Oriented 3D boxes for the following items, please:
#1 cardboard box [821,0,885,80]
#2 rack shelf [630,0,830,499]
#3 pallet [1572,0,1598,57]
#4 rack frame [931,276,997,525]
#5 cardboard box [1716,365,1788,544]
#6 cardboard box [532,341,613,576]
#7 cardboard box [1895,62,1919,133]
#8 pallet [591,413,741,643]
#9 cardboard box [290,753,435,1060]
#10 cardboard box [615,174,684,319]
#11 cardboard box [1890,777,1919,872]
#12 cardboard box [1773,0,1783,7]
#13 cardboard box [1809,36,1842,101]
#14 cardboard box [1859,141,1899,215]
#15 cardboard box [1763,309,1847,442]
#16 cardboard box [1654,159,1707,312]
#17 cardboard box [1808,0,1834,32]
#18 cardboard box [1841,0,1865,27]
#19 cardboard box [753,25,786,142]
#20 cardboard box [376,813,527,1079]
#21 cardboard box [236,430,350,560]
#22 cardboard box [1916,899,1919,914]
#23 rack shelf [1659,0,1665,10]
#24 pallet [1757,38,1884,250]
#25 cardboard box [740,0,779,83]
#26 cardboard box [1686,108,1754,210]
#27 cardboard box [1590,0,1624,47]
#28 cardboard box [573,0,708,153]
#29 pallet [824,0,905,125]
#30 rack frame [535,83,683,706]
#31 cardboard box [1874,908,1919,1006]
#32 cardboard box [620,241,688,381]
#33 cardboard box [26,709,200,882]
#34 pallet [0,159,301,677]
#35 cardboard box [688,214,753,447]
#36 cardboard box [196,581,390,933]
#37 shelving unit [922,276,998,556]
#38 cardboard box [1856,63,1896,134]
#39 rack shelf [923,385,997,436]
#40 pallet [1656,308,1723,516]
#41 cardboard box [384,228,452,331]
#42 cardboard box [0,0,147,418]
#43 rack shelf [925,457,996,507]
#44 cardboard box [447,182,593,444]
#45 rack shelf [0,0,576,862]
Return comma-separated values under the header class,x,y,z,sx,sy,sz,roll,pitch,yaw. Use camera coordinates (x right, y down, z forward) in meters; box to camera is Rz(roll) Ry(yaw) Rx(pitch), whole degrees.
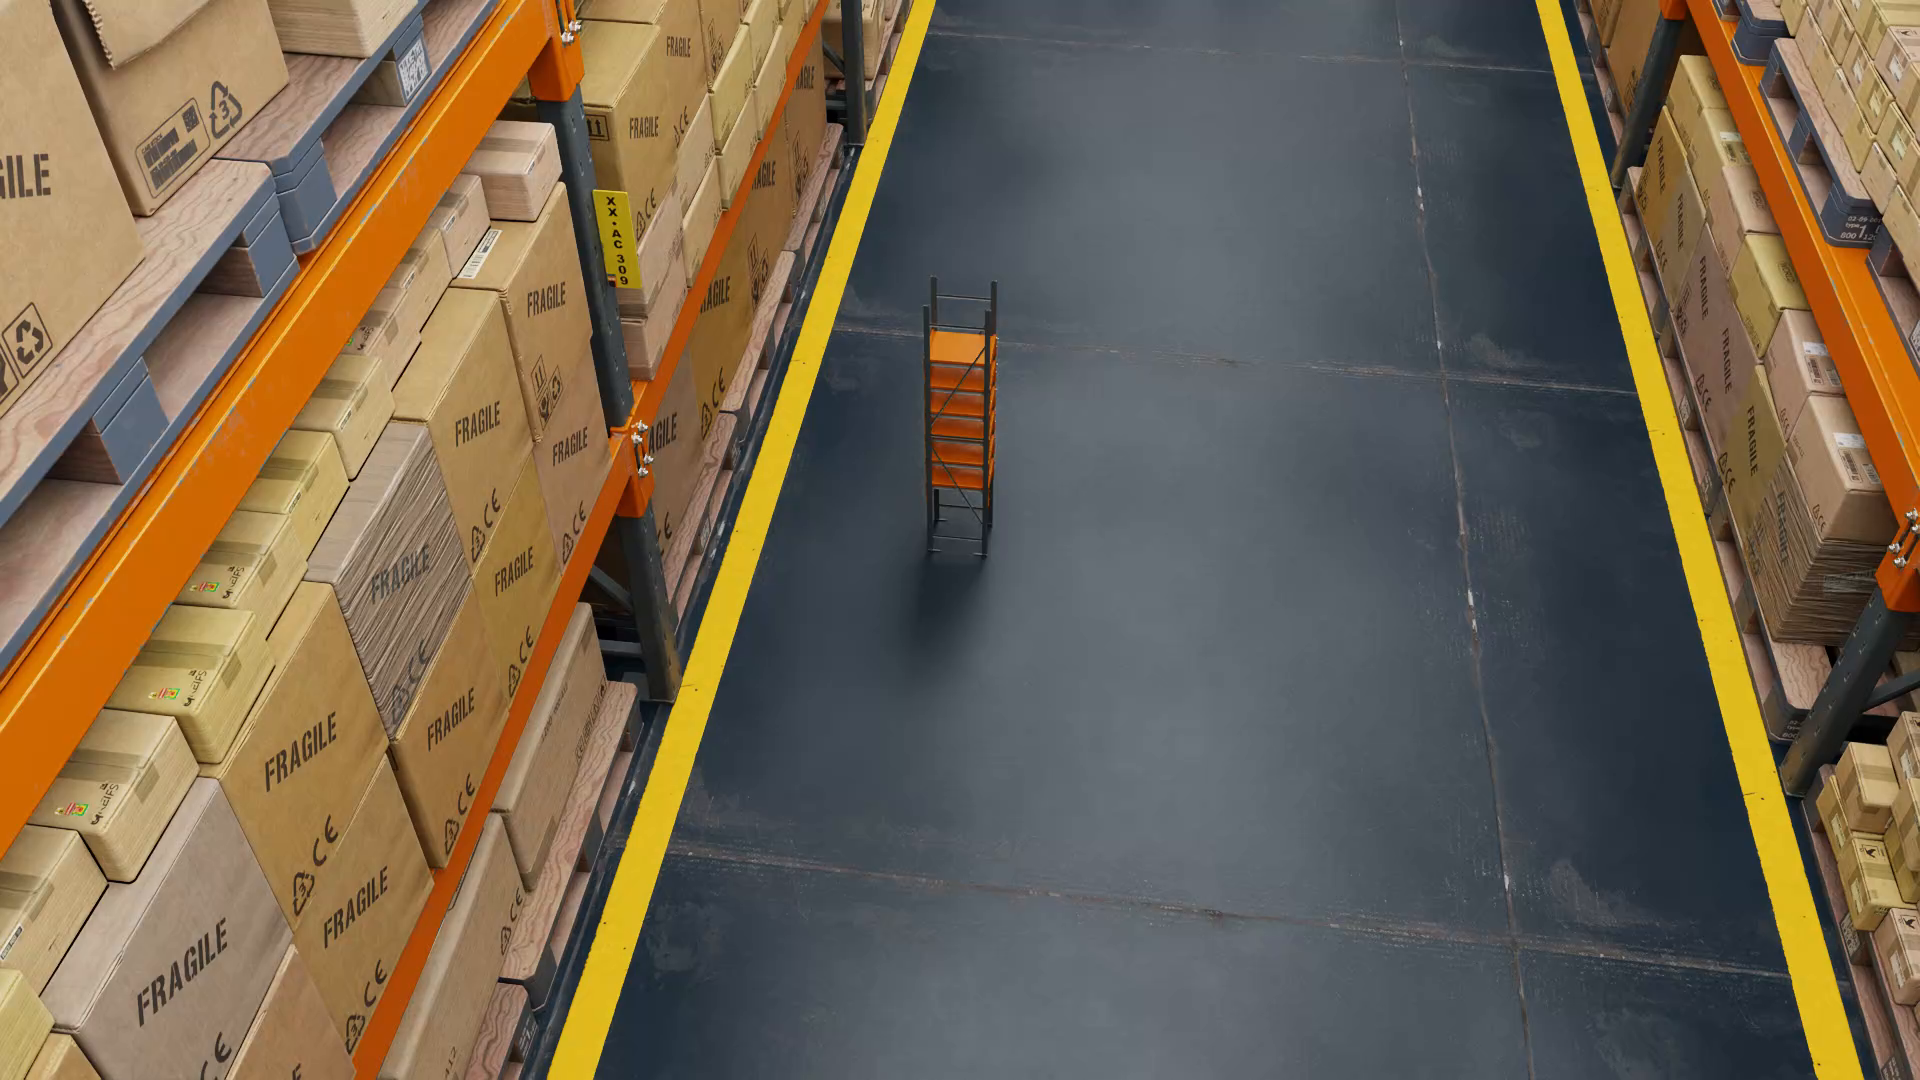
class,x,y,z,sx,sy,sz,roll,pitch,yaw
cardboard box,-0.923,-2.878,9.214,0.950,0.372,0.625,3,43,3
rack shelf,-1.272,-1.671,6.857,1.077,0.370,4.000,5,44,6
pallet,4.255,-3.262,10.041,1.003,0.211,1.213,5,44,6
rack frame,0.014,-0.508,6.414,0.240,1.200,0.006,5,44,6
cardboard box,3.300,-0.310,6.409,0.500,0.500,0.500,4,44,5
cardboard box,-1.345,-0.267,4.777,0.500,0.500,0.500,6,44,6
cardboard box,3.384,-1.462,5.557,0.380,0.149,0.250,4,44,4
pallet,-1.509,-0.090,6.691,1.003,0.211,1.213,5,44,6
cardboard box,-1.543,0.784,3.668,0.500,0.500,0.500,7,44,7
cardboard box,-1.199,-0.971,5.339,0.500,0.250,0.500,4,44,4
cardboard box,3.037,0.876,4.978,0.380,0.149,0.250,7,44,8
cardboard box,3.582,-2.322,6.898,0.380,0.149,0.250,7,44,8
cardboard box,3.480,-1.785,6.331,0.380,0.149,0.250,6,44,6
cardboard box,3.373,-1.246,5.762,0.380,0.149,0.250,4,44,4
cardboard box,3.312,-0.585,6.154,0.500,0.250,0.500,7,44,7
cardboard box,3.503,-1.358,7.515,0.500,0.500,0.500,6,44,6
cardboard box,3.517,-2.064,6.409,0.380,0.149,0.250,5,44,6
cardboard box,3.487,-1.999,6.124,0.380,0.149,0.250,6,44,7
cardboard box,-0.991,-1.831,6.612,0.500,0.250,0.500,5,44,5
cardboard box,-1.844,1.237,4.820,0.875,0.438,0.875,4,44,4
cardboard box,-1.493,-0.100,3.402,0.380,0.149,0.250,4,44,5
cardboard box,3.077,1.154,4.901,0.380,0.149,0.250,5,44,5
rack shelf,4.177,-4.016,9.333,1.077,0.370,4.000,5,44,6
pallet,3.691,-1.492,6.284,1.003,0.211,1.213,5,44,6
cardboard box,-1.000,-2.015,6.442,0.500,0.250,0.500,4,44,4
cardboard box,3.514,-1.638,7.266,0.500,0.250,0.500,5,44,5
cardboard box,4.194,-3.253,9.335,1.050,0.750,0.750,6,44,6
cardboard box,-1.154,-1.592,5.450,0.500,0.500,0.500,5,44,5
pallet,-0.903,-2.815,9.570,1.003,0.211,1.213,5,44,6
rack frame,-1.537,-0.570,5.170,1.000,3.000,0.127,5,44,6
cardboard box,3.000,1.269,4.996,0.380,0.149,0.250,5,44,5
cardboard box,-1.217,-0.791,5.513,0.500,0.250,0.500,4,44,5
cardboard box,-1.558,0.422,2.851,0.380,0.149,0.250,6,44,6
pallet,-1.819,-0.241,2.706,1.003,0.211,1.213,5,44,6
cardboard box,-1.422,-0.997,6.861,0.875,0.875,0.875,6,44,7
cardboard box,-1.533,0.412,3.334,0.500,0.500,0.500,5,44,6
shelving unit,0.002,-0.446,6.348,0.258,1.200,0.189,5,44,6
cardboard box,3.411,-1.546,5.862,0.380,0.149,0.250,5,44,6
rack shelf,0.002,-0.500,6.296,0.258,0.103,0.180,5,44,6
pallet,3.644,-0.540,7.167,1.003,0.211,1.213,5,44,6
cardboard box,-1.447,-0.627,3.959,0.380,0.149,0.250,5,44,6
cardboard box,-1.650,-0.518,2.483,0.500,0.500,0.500,6,44,6
rack shelf,0.002,-0.239,6.543,0.258,0.103,0.180,5,44,6
cardboard box,-1.325,-0.622,4.426,0.500,0.500,0.500,5,44,5
rack shelf,-1.801,-0.034,2.946,1.077,0.370,4.000,5,44,6
